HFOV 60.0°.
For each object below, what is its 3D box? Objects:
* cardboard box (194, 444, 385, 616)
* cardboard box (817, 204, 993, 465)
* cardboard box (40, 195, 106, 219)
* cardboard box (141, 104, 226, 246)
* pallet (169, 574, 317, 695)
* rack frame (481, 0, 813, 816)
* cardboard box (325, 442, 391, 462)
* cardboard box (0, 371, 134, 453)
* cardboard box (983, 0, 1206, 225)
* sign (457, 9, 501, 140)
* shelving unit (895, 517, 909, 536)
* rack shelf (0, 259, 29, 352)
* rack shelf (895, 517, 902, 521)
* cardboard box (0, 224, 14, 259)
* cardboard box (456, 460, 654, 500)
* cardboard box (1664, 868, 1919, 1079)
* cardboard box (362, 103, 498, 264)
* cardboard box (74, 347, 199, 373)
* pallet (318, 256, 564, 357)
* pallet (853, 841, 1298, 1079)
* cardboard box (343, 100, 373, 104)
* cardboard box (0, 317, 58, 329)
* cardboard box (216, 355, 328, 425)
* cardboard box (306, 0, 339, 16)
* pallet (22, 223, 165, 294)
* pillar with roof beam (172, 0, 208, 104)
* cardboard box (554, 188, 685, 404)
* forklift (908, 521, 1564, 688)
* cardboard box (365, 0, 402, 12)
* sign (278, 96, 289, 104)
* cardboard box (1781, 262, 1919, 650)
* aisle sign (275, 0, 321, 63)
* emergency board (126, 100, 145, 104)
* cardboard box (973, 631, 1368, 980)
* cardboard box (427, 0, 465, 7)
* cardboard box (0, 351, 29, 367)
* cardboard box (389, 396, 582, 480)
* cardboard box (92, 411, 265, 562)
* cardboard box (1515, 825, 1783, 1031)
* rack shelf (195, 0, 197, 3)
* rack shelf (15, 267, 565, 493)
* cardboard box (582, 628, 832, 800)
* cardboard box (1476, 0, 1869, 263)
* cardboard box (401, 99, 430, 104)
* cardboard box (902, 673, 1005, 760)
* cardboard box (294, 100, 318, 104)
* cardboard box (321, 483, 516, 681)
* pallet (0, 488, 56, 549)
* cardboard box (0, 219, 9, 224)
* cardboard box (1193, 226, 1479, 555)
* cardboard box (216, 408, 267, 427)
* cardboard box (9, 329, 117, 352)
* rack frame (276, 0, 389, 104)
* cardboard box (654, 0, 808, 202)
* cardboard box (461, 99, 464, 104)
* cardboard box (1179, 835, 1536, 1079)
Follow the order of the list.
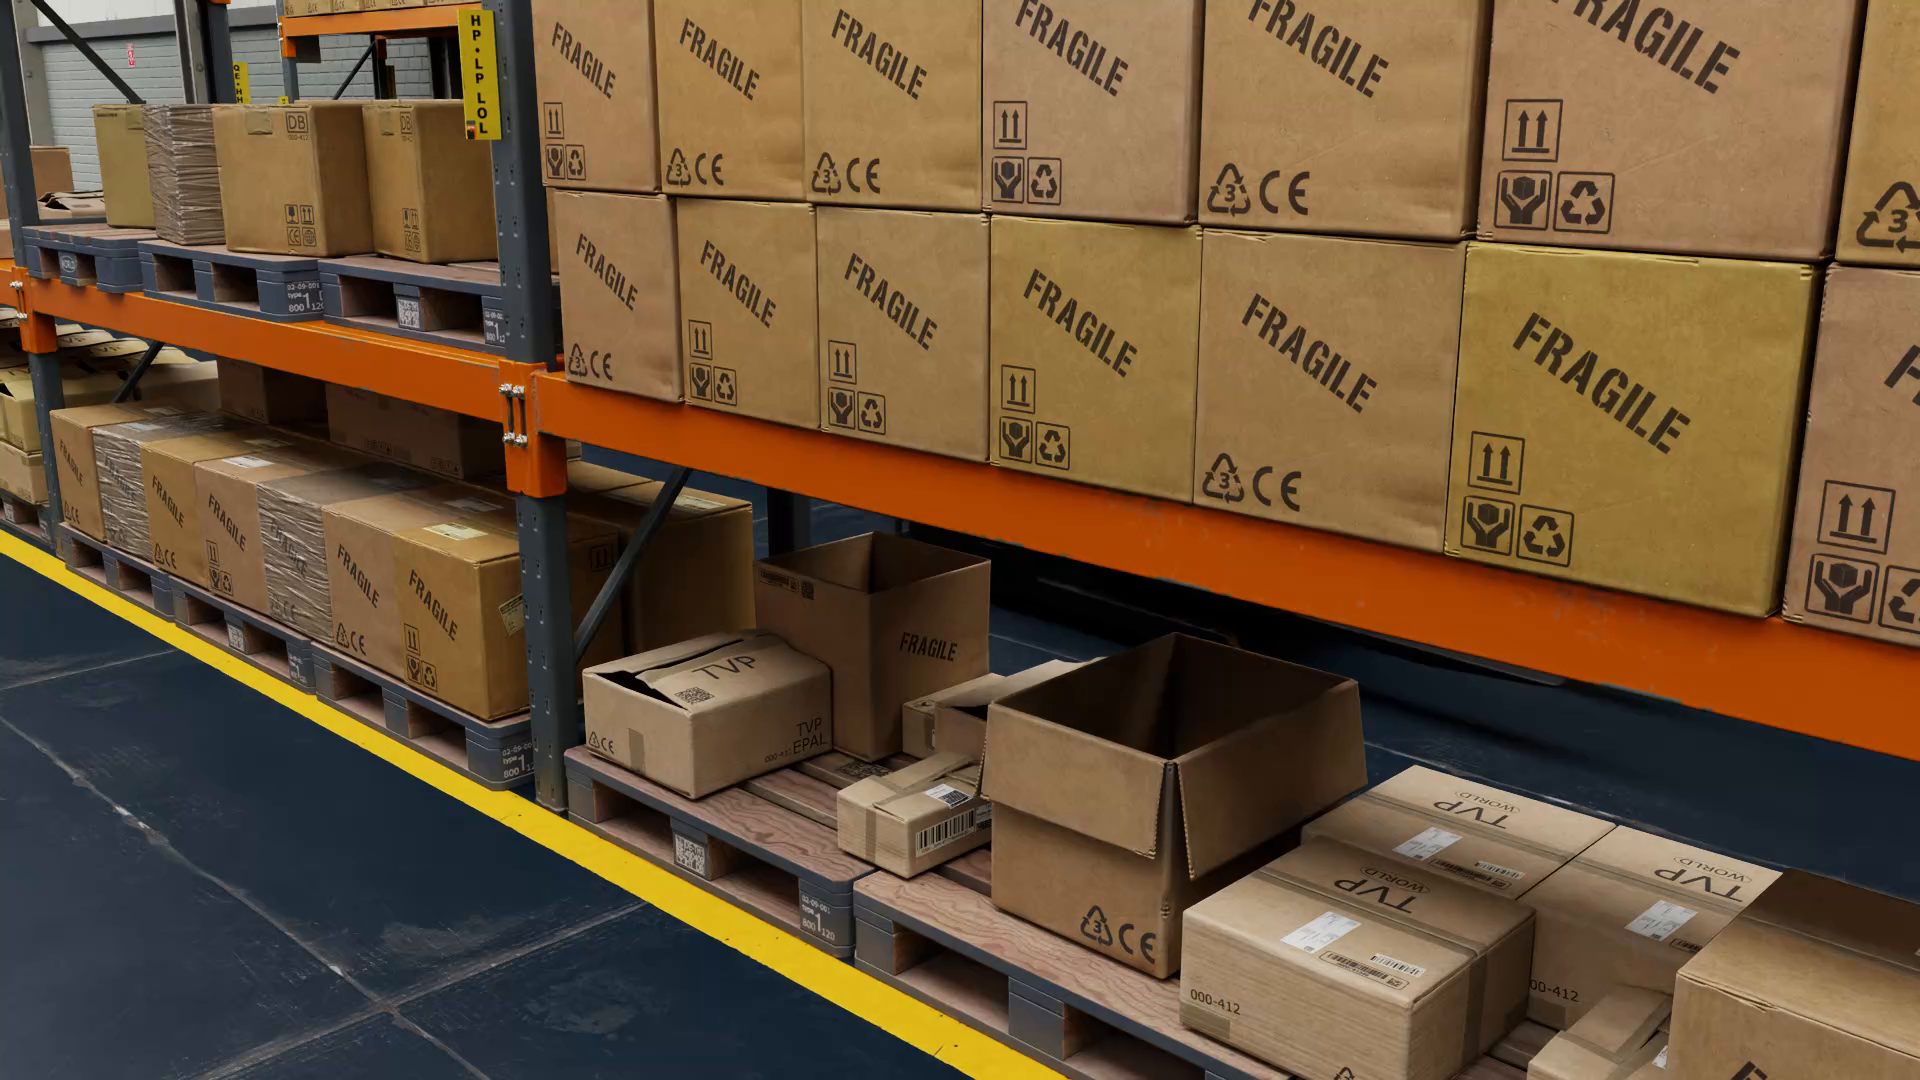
[{"bbox_3d":[-2.498,-0.050,6.262,0.500,0.500,0.500,13,19,40],"label":"cardboard box"},{"bbox_3d":[0.042,-0.481,3.631,0.500,0.500,0.500,14,20,42],"label":"cardboard box"},{"bbox_3d":[-3.976,-1.477,7.828,0.500,0.311,0.500,-13,19,-41],"label":"cardboard box"},{"bbox_3d":[-2.687,-1.415,6.384,0.700,0.500,0.500,-10,18,-34],"label":"cardboard box"},{"bbox_3d":[-2.360,0.252,6.546,1.213,0.211,1.003,14,20,42],"label":"pallet"},{"bbox_3d":[-0.865,-0.748,4.855,0.127,3.000,1.000,14,20,42],"label":"rack frame"},{"bbox_3d":[-2.154,-0.149,6.641,0.500,0.500,0.500,13,19,40],"label":"cardboard box"},{"bbox_3d":[-4.293,-0.639,7.945,0.500,0.311,0.500,-14,20,-43],"label":"cardboard box"},{"bbox_3d":[0.392,-0.877,3.166,0.500,0.500,0.500,-14,20,-42],"label":"cardboard box"},{"bbox_3d":[-1.248,-1.207,4.320,0.005,0.325,0.100,14,20,42],"label":"sign"},{"bbox_3d":[0.002,-1.026,7.705,0.431,2.100,0.503,-13,19,-40],"label":"shelving unit"},{"bbox_3d":[-5.185,-1.450,8.976,4.000,0.370,1.077,14,20,42],"label":"rack shelf"},{"bbox_3d":[0.002,-0.335,7.885,0.431,0.518,0.480,-13,19,-40],"label":"rack shelf"},{"bbox_3d":[-4.584,-1.434,7.985,0.250,0.149,0.380,14,20,42],"label":"cardboard box"},{"bbox_3d":[-1.436,0.028,5.960,0.500,0.500,0.500,14,20,43],"label":"cardboard box"},{"bbox_3d":[1.452,0.898,2.622,0.500,0.500,0.500,14,20,42],"label":"cardboard box"},{"bbox_3d":[-1.590,-1.232,5.681,0.700,0.500,0.500,-11,18,-35],"label":"cardboard box"},{"bbox_3d":[-4.302,-0.828,8.668,0.500,0.311,0.500,13,19,41],"label":"cardboard box"},{"bbox_3d":[-1.365,-0.815,5.492,1.213,0.211,1.003,14,20,42],"label":"pallet"},{"bbox_3d":[0.511,0.935,3.925,1.213,0.211,1.003,14,20,42],"label":"pallet"},{"bbox_3d":[-5.217,-3.730,15.070,0.500,0.500,0.500,13,19,40],"label":"cardboard box"},{"bbox_3d":[-5.755,-1.184,10.034,0.500,0.311,0.500,-14,20,-43],"label":"cardboard box"},{"bbox_3d":[-2.865,-0.684,7.207,0.500,0.250,0.500,-14,20,-42],"label":"cardboard box"},{"bbox_3d":[-5.639,-5.053,15.191,0.500,0.500,0.500,-13,19,-41],"label":"cardboard box"},{"bbox_3d":[-3.208,-1.250,7.159,1.003,0.211,1.213,14,20,42],"label":"pallet"},{"bbox_3d":[-12.271,-6.954,16.776,0.400,9.000,9.100,14,20,42],"label":"pillar with roof beam"},{"bbox_3d":[-0.688,-0.658,4.310,0.500,0.500,0.500,-14,20,-43],"label":"cardboard box"},{"bbox_3d":[1.129,-1.080,6.265,1.130,2.935,3.031,-13,19,-40],"label":"forklift"},{"bbox_3d":[-4.862,-4.873,14.500,0.500,0.500,0.500,-13,19,-41],"label":"cardboard box"},{"bbox_3d":[-6.445,-4.069,15.881,0.005,0.325,0.100,14,20,42],"label":"sign"},{"bbox_3d":[1.503,-0.126,2.267,0.500,0.500,0.500,-14,20,-42],"label":"cardboard box"},{"bbox_3d":[-6.328,-4.964,15.880,0.004,0.787,0.394,14,20,42],"label":"aisle sign"},{"bbox_3d":[-11.036,-5.272,22.217,0.643,1.169,0.194,14,20,42],"label":"emergency board"},{"bbox_3d":[0.491,0.575,3.856,0.637,0.503,0.797,14,20,42],"label":"cardboard box"},{"bbox_3d":[-4.079,-4.692,13.804,0.500,0.500,0.500,12,19,38],"label":"cardboard box"},{"bbox_3d":[-5.033,-0.818,8.631,0.500,0.311,0.500,13,20,42],"label":"cardboard box"},{"bbox_3d":[-1.764,-0.418,6.186,0.500,0.250,0.500,14,20,42],"label":"cardboard box"},{"bbox_3d":[-3.235,-0.230,6.949,0.500,0.500,0.500,13,19,40],"label":"cardboard box"},{"bbox_3d":[1.460,0.835,3.358,0.500,0.250,0.500,14,20,42],"label":"cardboard box"},{"bbox_3d":[-5.185,-2.902,8.598,4.000,0.370,1.077,14,20,42],"label":"rack shelf"},{"bbox_3d":[-2.305,-0.750,6.289,4.000,0.370,1.077,14,20,42],"label":"rack shelf"},{"bbox_3d":[-0.713,0.453,4.706,0.500,0.311,0.500,14,20,42],"label":"cardboard box"},{"bbox_3d":[1.139,-0.697,2.476,0.500,0.500,0.500,-14,20,-43],"label":"cardboard box"},{"bbox_3d":[-4.462,-3.551,14.383,0.500,0.500,0.500,13,19,41],"label":"cardboard box"},{"bbox_3d":[0.053,0.521,4.764,0.250,0.149,0.380,14,20,42],"label":"cardboard box"},{"bbox_3d":[-5.933,-3.910,15.760,0.500,0.500,0.500,14,20,42],"label":"cardboard box"},{"bbox_3d":[-1.770,0.126,5.584,0.500,0.500,0.500,14,20,42],"label":"cardboard box"},{"bbox_3d":[-4.310,-0.250,8.473,1.213,0.211,1.003,14,20,42],"label":"pallet"},{"bbox_3d":[-4.702,-1.540,8.391,0.380,0.149,0.250,-13,19,-40],"label":"cardboard box"},{"bbox_3d":[0.772,-0.304,2.952,0.500,0.500,0.500,14,20,43],"label":"cardboard box"},{"bbox_3d":[-2.909,-0.331,7.337,0.500,0.500,0.500,-14,20,-42],"label":"cardboard box"},{"bbox_3d":[-5.038,-1.007,9.357,0.500,0.311,0.500,13,20,42],"label":"cardboard box"},{"bbox_3d":[-6.068,-3.748,16.368,0.127,3.000,1.000,14,20,42],"label":"rack frame"},{"bbox_3d":[-0.350,-1.057,3.858,0.500,0.500,0.500,13,19,40],"label":"cardboard box"},{"bbox_3d":[-3.744,-3.375,13.706,0.500,0.500,0.500,14,20,42],"label":"cardboard box"},{"bbox_3d":[0.789,0.847,3.312,0.500,0.250,0.500,14,20,42],"label":"cardboard box"}]
